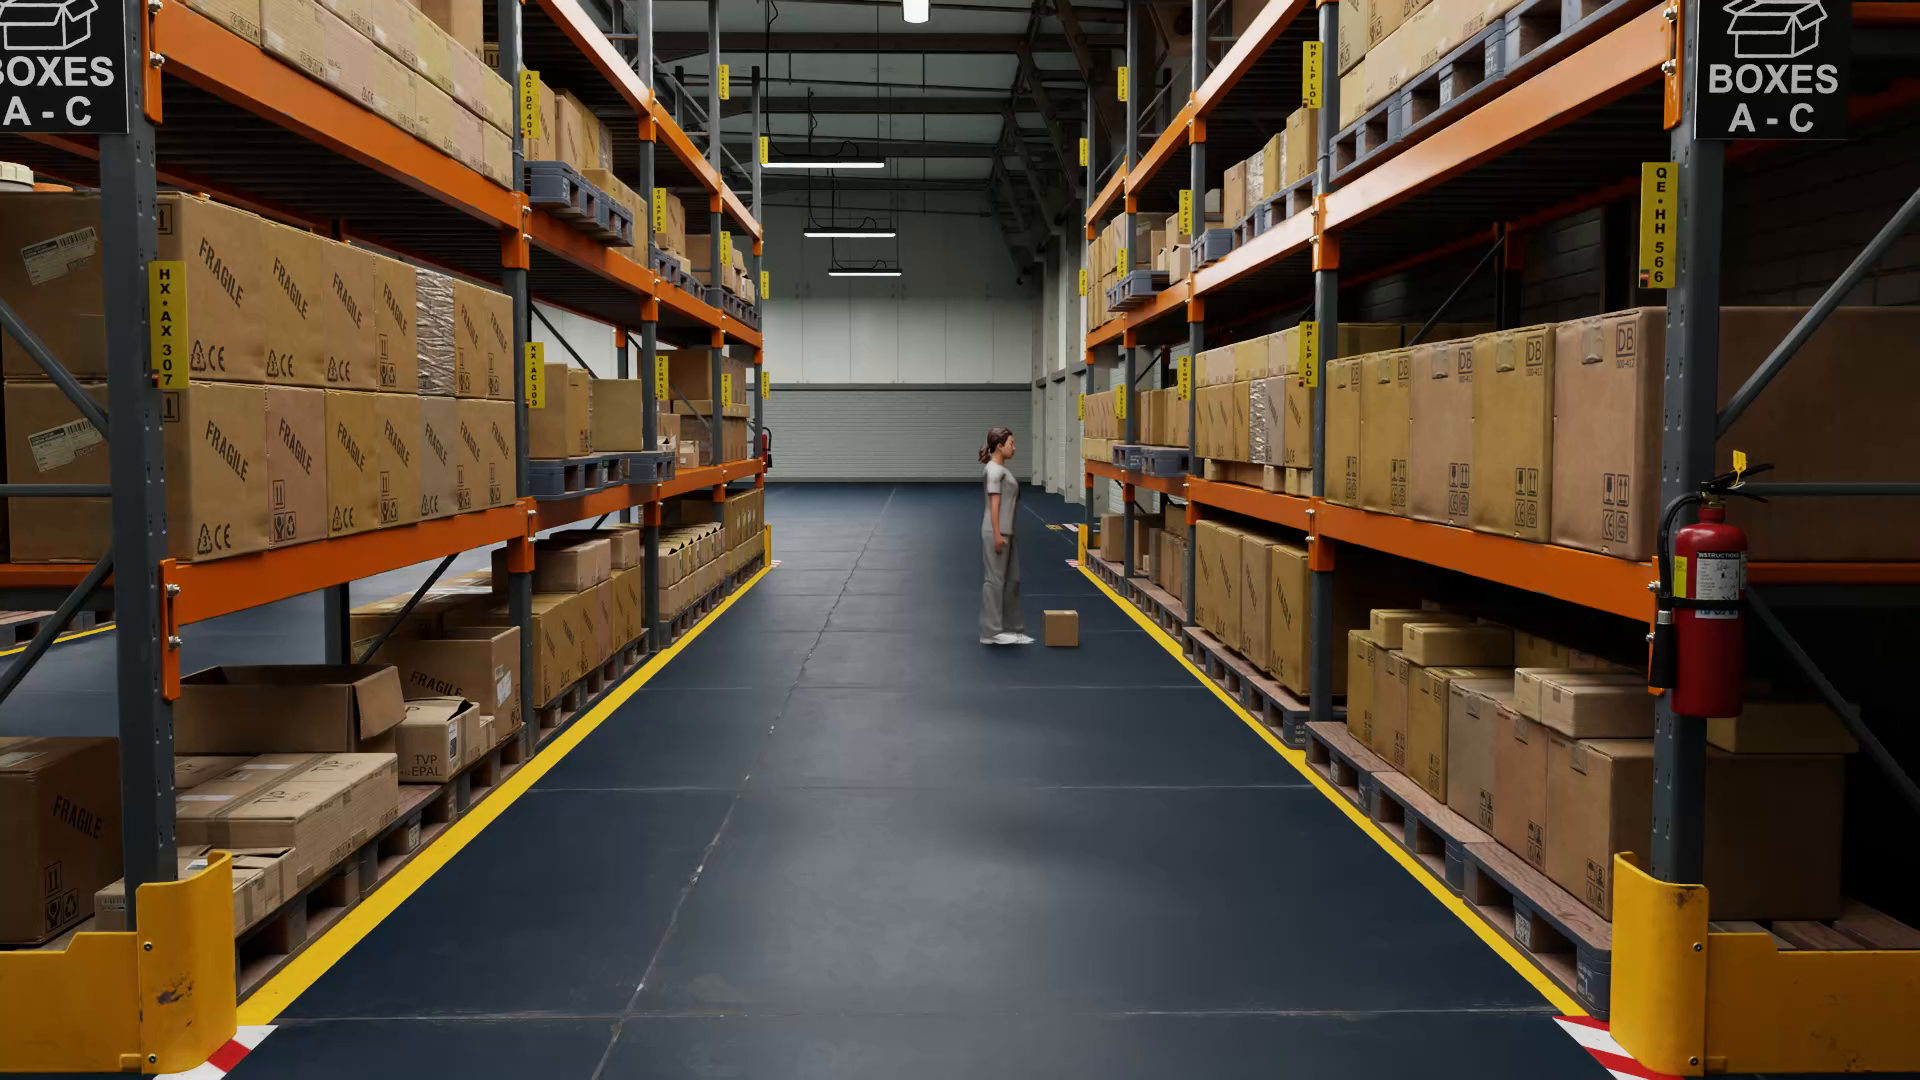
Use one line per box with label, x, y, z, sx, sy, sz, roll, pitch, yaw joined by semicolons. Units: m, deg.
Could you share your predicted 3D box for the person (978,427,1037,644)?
person;0.360;-0.012;12.824;0.465;1.713;0.474;0;4;7
